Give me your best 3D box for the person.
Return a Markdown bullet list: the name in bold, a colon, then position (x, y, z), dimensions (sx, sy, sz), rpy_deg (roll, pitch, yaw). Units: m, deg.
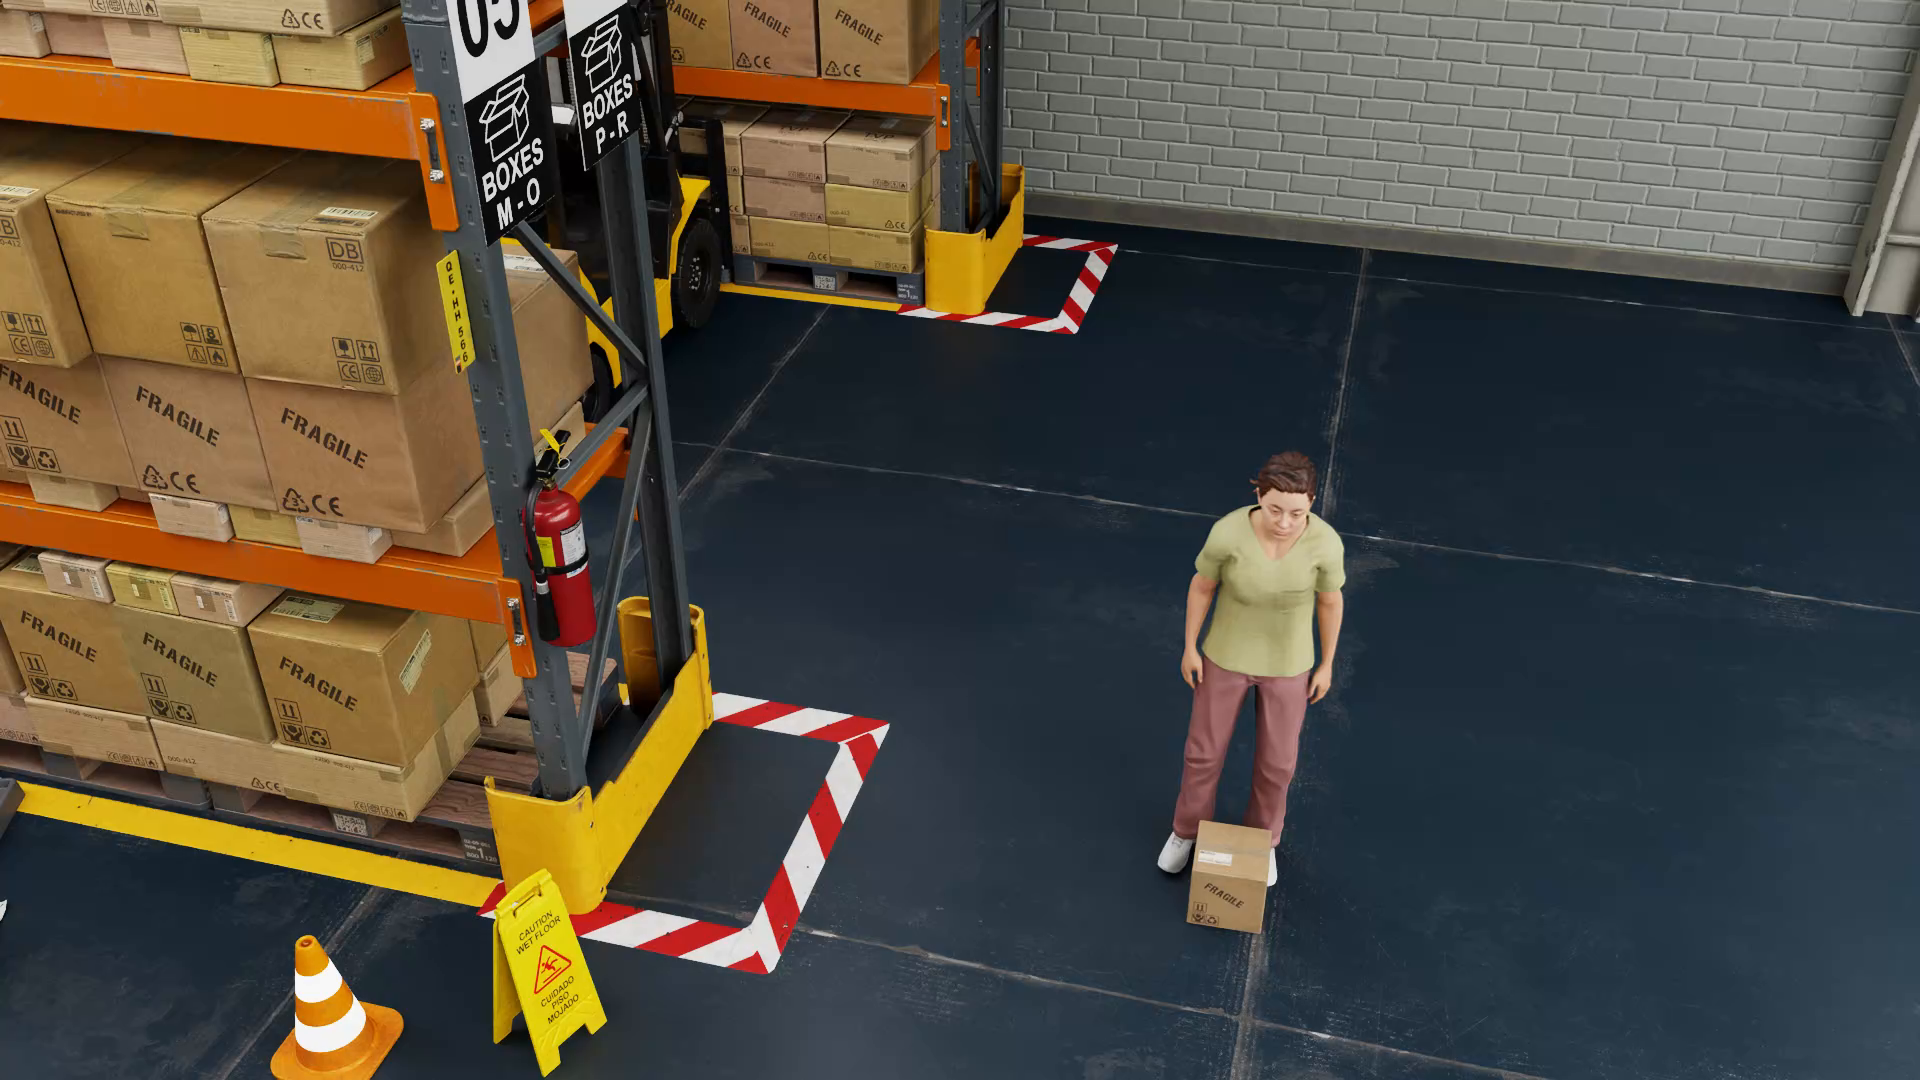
- **person**: position (0.977, 0.521, 5.553), dimensions (0.519, 1.437, 0.343), rpy_deg (6, 33, 9)
